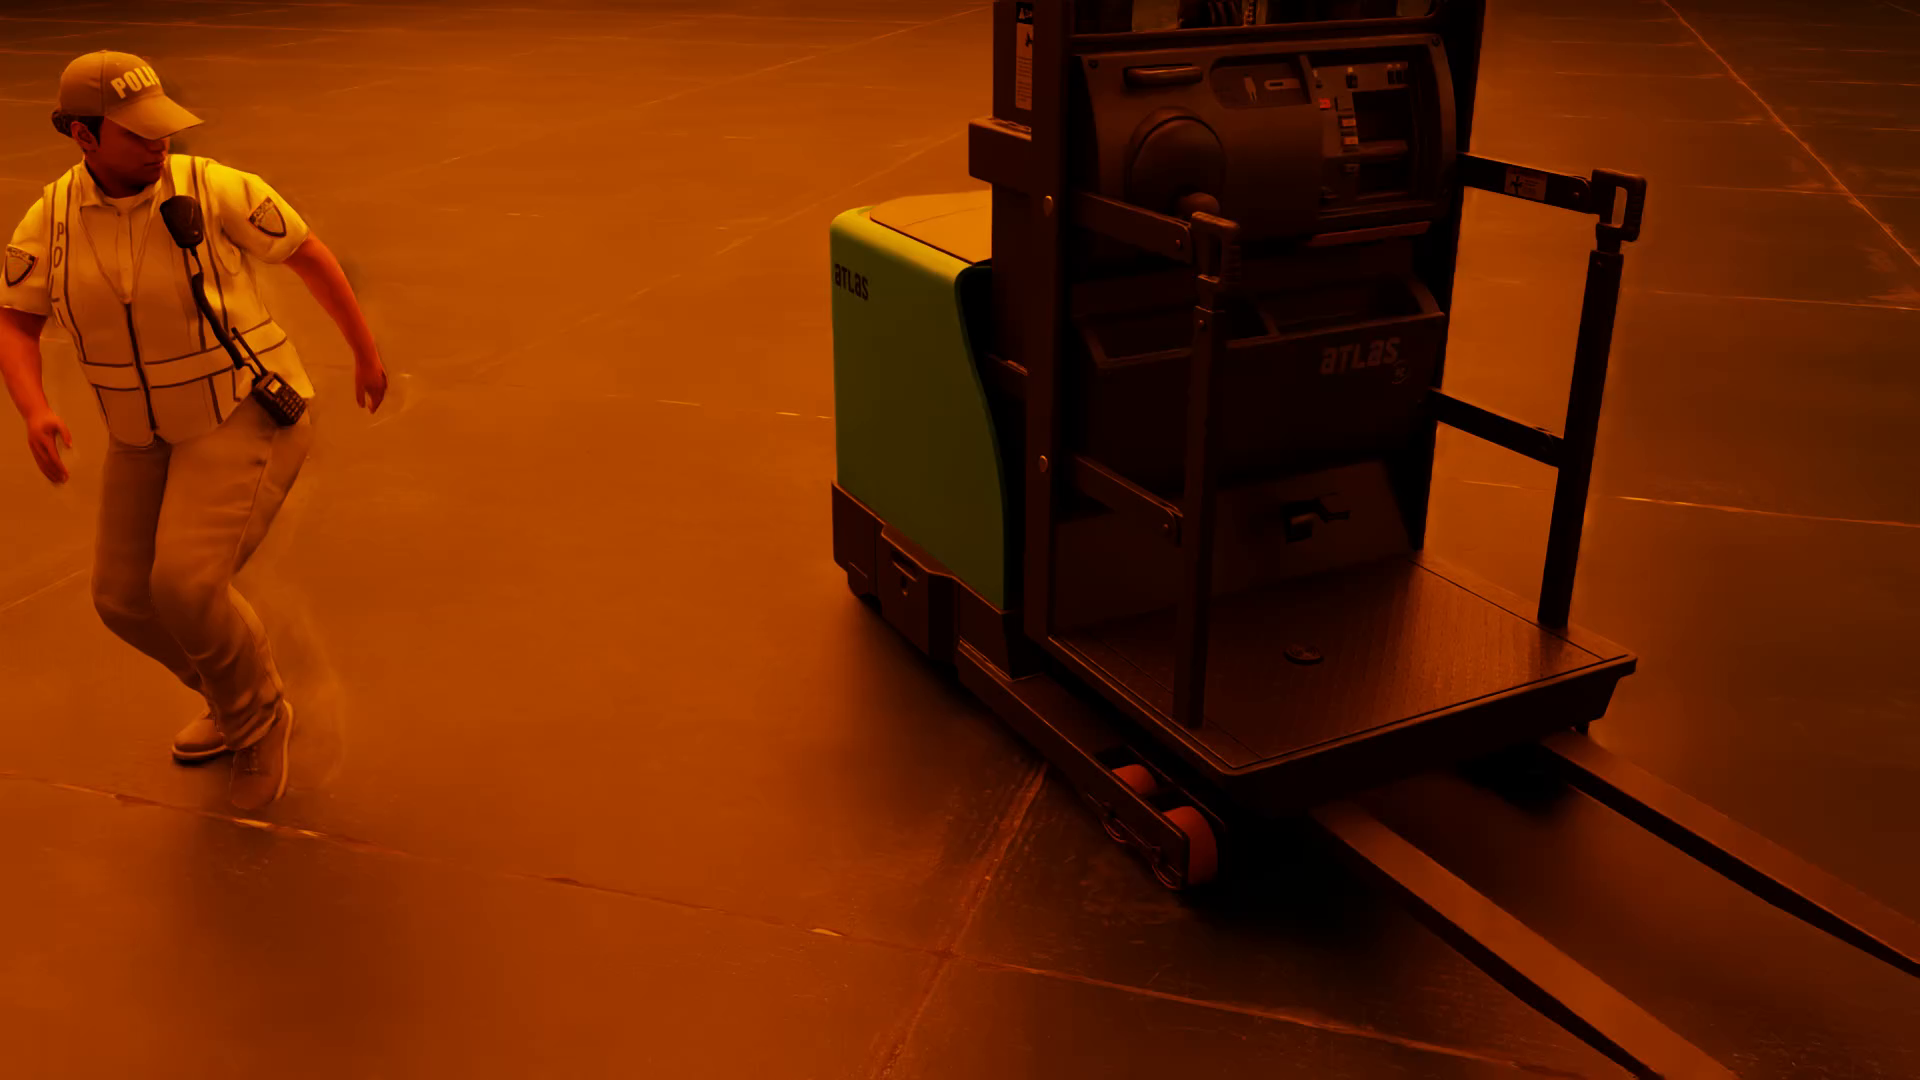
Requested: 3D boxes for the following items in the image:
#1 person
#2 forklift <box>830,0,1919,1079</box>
[{"bbox_3d":[-1.690,-0.219,3.628,0.604,1.648,0.706,5,23,12],"label":"person"},{"bbox_3d":[0.765,-0.838,3.308,1.130,2.935,3.031,-11,25,-25],"label":"forklift"}]
